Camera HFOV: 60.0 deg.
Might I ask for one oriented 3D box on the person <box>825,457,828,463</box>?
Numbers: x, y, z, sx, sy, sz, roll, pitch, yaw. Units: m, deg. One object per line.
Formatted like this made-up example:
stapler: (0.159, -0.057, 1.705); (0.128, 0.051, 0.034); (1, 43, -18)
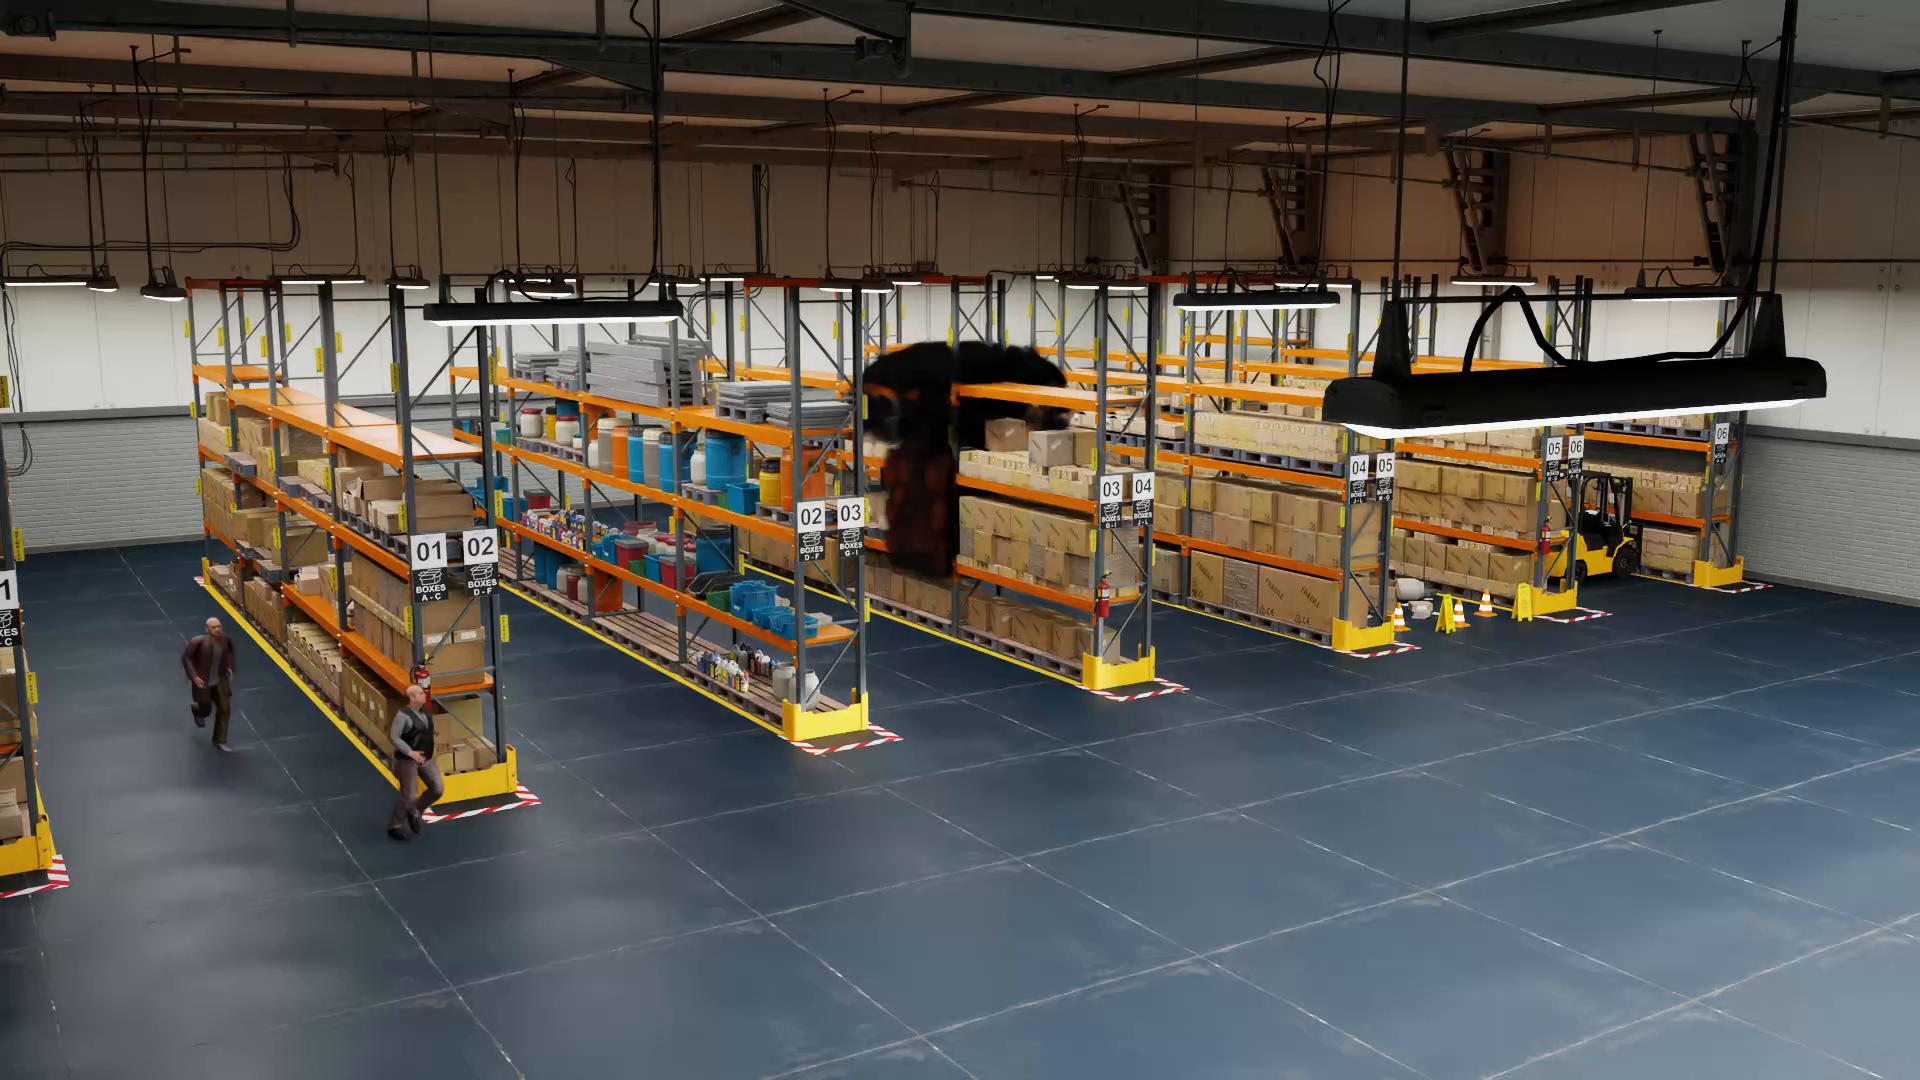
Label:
person: (-3.344, -1.223, 40.089); (0.713, 1.726, 0.780); (1, 10, 7)

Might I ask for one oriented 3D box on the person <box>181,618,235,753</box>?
person: (-9.849, 1.907, 21.836); (1.002, 1.691, 0.718); (9, 13, 44)

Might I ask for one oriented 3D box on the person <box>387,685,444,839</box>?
person: (-6.015, 2.438, 18.481); (0.589, 1.666, 0.715); (4, 10, 23)
